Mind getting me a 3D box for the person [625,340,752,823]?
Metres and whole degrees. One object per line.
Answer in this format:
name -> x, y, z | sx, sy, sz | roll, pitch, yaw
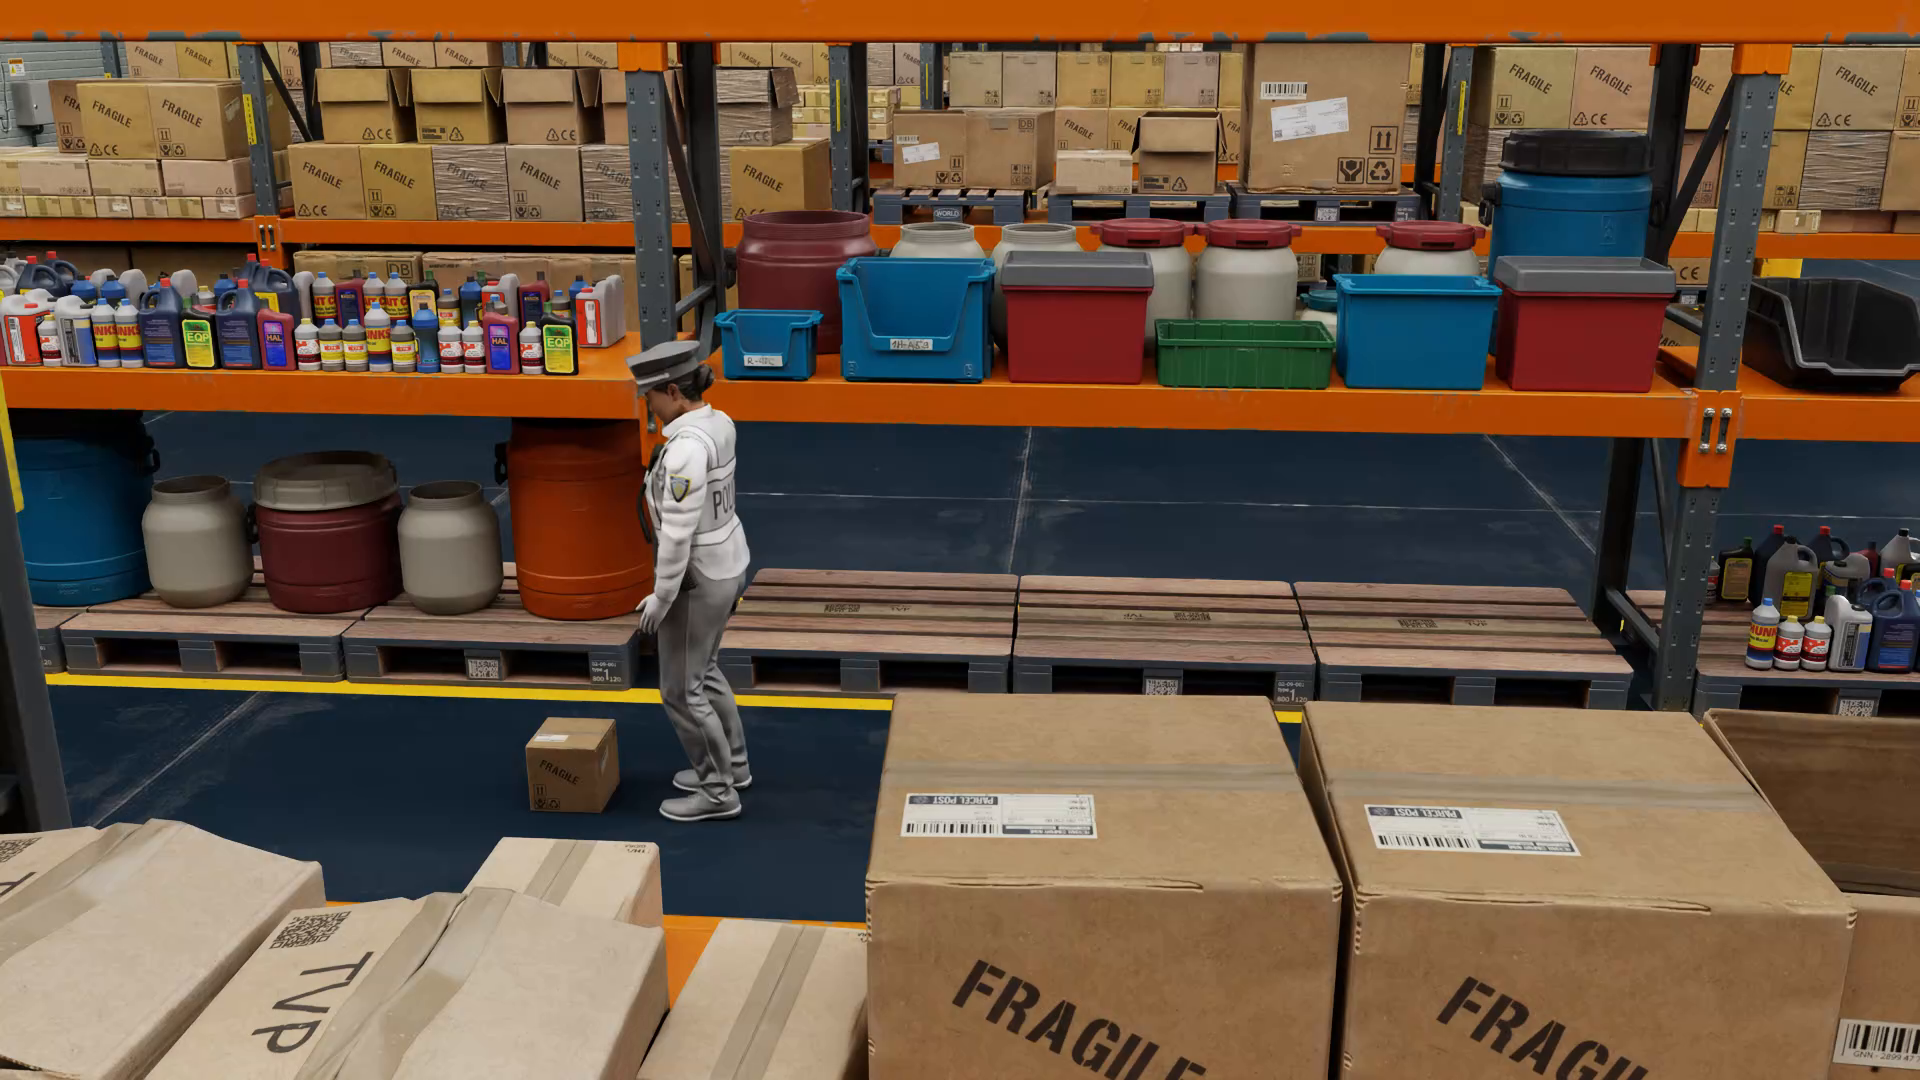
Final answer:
person -> -0.902, 0.151, 5.616 | 0.366, 1.654, 0.482 | 2, 18, 5
